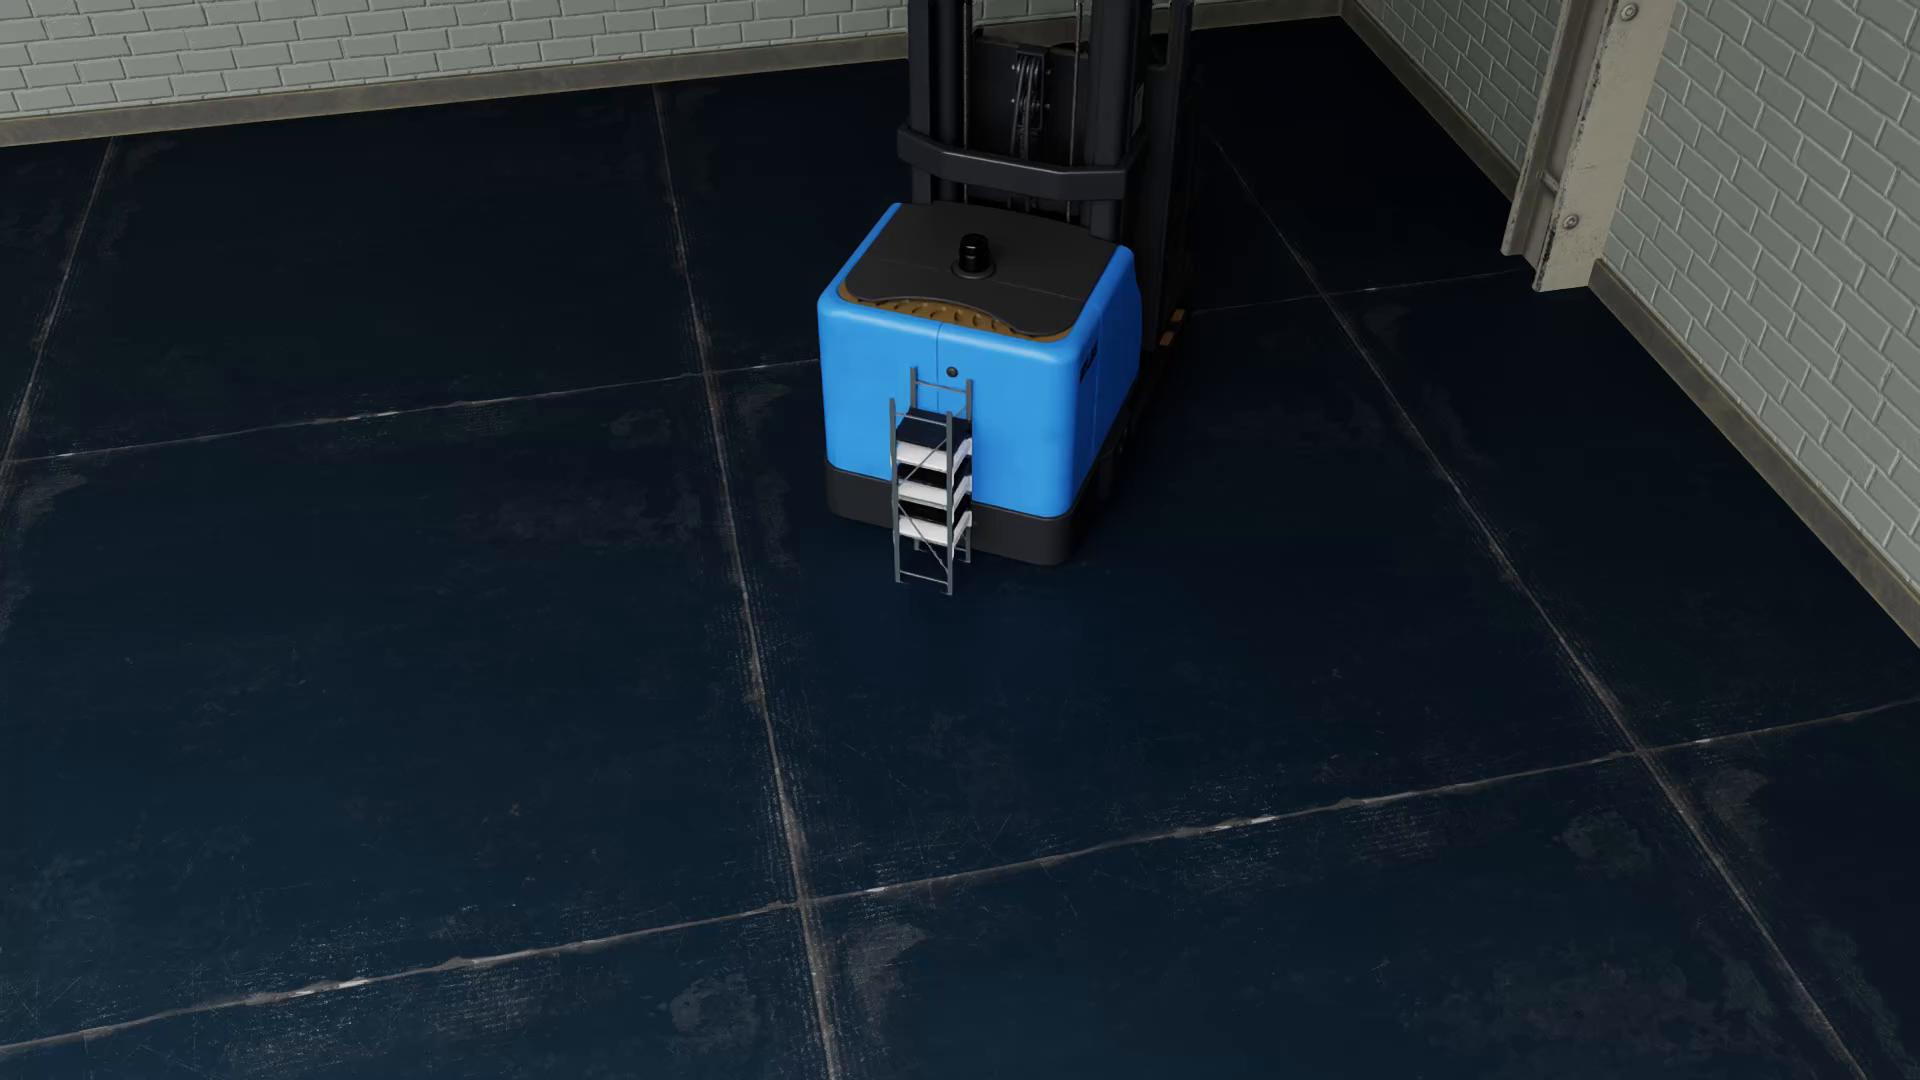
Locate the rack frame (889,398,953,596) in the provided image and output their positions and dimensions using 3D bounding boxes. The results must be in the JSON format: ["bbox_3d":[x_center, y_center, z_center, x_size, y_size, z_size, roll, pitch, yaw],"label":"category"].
[{"bbox_3d":[-0.141,-0.145,6.235,0.240,0.900,0.006,14,43,15],"label":"rack frame"}]

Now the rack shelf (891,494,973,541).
[{"bbox_3d":[-0.106,-0.116,6.388,0.258,0.077,0.200,14,43,15],"label":"rack shelf"}]

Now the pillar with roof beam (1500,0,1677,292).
[{"bbox_3d":[-1.284,-4.108,4.600,9.100,9.000,0.400,-8,42,-9],"label":"pillar with roof beam"}]

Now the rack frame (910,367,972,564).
[{"bbox_3d":[-0.070,-0.271,6.378,0.240,0.900,0.006,14,43,15],"label":"rack frame"}]

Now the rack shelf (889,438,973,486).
[{"bbox_3d":[-0.106,-0.318,6.209,0.258,0.077,0.200,14,43,15],"label":"rack shelf"}]

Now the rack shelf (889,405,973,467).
[{"bbox_3d":[-0.106,-0.385,6.149,0.258,0.077,0.200,14,43,15],"label":"rack shelf"}]

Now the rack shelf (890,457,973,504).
[{"bbox_3d":[-0.106,-0.250,6.269,0.258,0.077,0.200,14,43,15],"label":"rack shelf"}]

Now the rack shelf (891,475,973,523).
[{"bbox_3d":[-0.106,-0.183,6.329,0.258,0.077,0.200,14,43,15],"label":"rack shelf"}]

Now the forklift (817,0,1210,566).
[{"bbox_3d":[0.440,-1.983,6.776,1.130,2.935,3.031,14,43,15],"label":"forklift"}]

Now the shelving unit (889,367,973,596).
[{"bbox_3d":[-0.106,-0.208,6.307,0.258,0.900,0.210,14,43,15],"label":"shelving unit"}]

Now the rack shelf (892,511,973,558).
[{"bbox_3d":[-0.106,-0.049,6.448,0.258,0.077,0.200,14,43,15],"label":"rack shelf"}]
